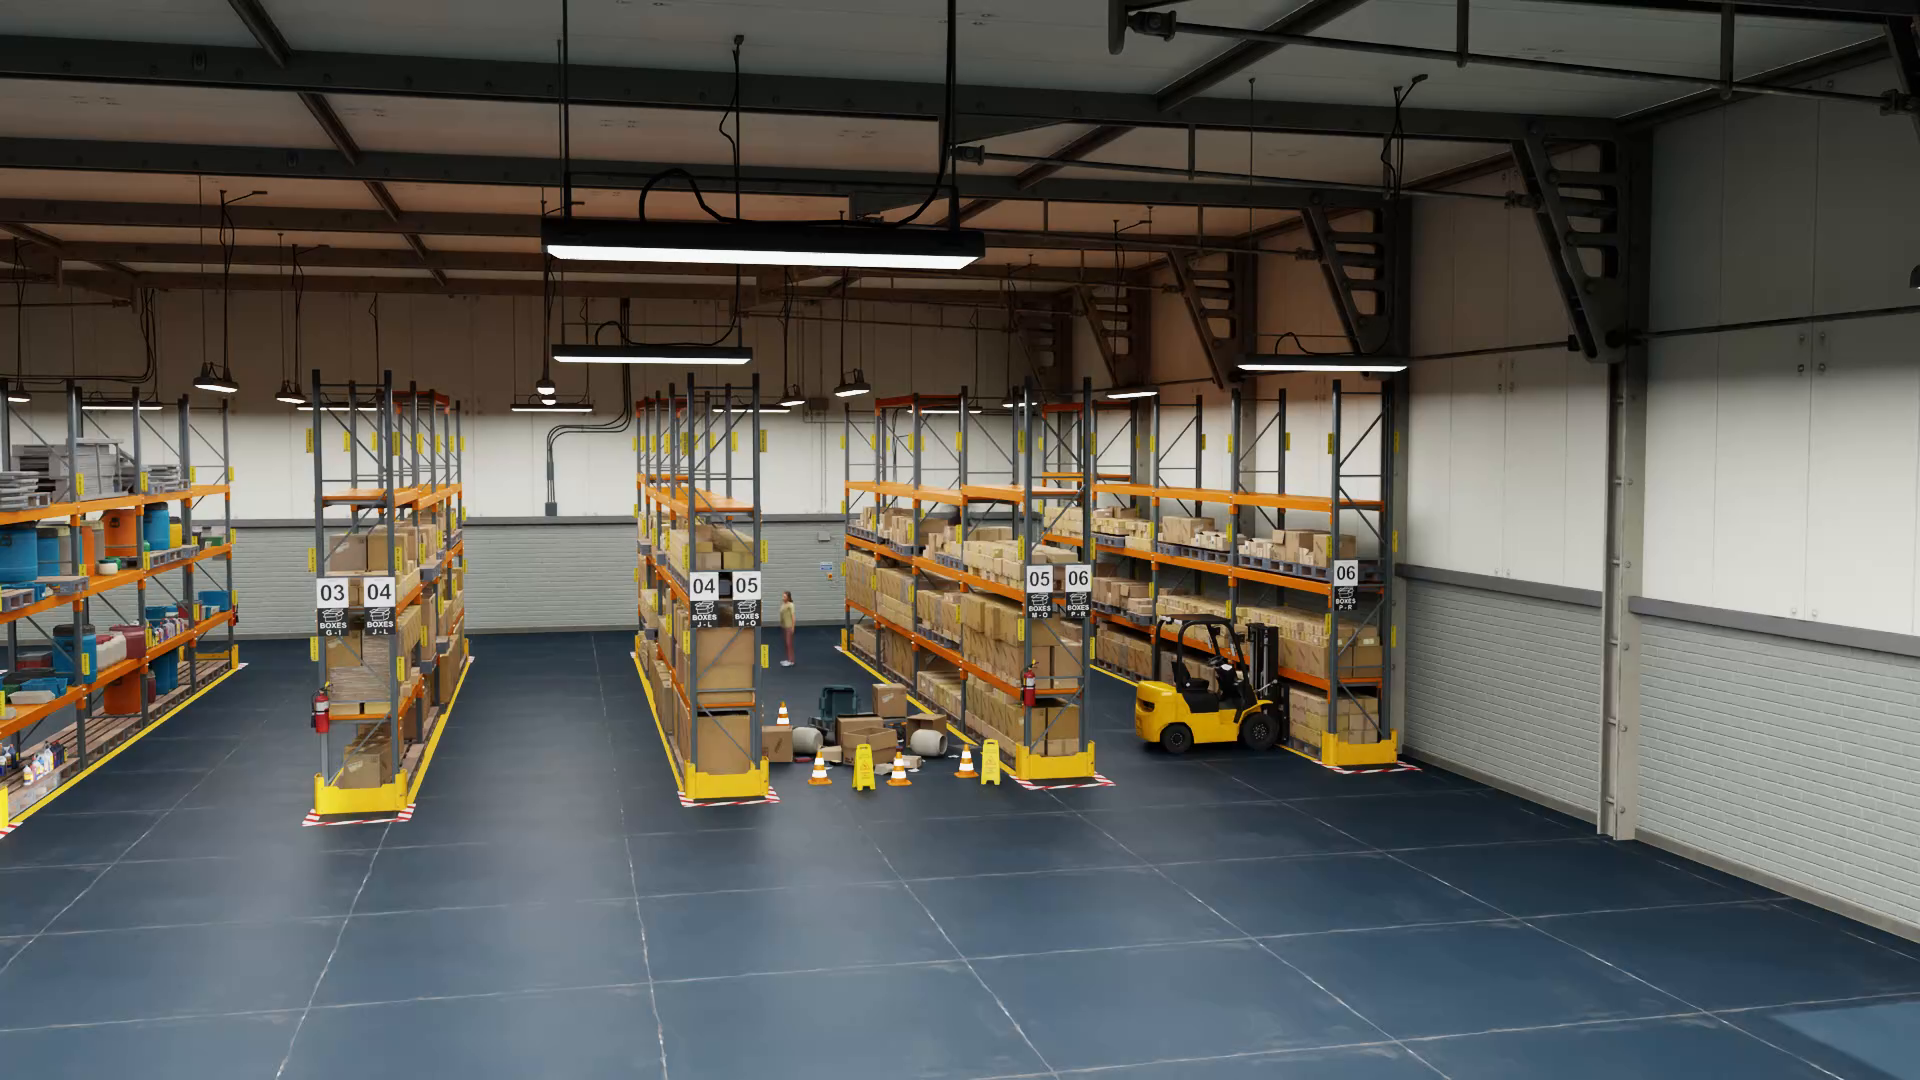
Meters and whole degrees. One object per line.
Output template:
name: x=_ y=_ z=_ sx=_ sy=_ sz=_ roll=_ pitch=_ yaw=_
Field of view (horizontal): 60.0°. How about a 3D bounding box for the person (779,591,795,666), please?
person: x=-3.914 y=1.991 z=37.588 sx=0.350 sy=1.678 sz=0.515 roll=-2 pitch=4 yaw=-33
